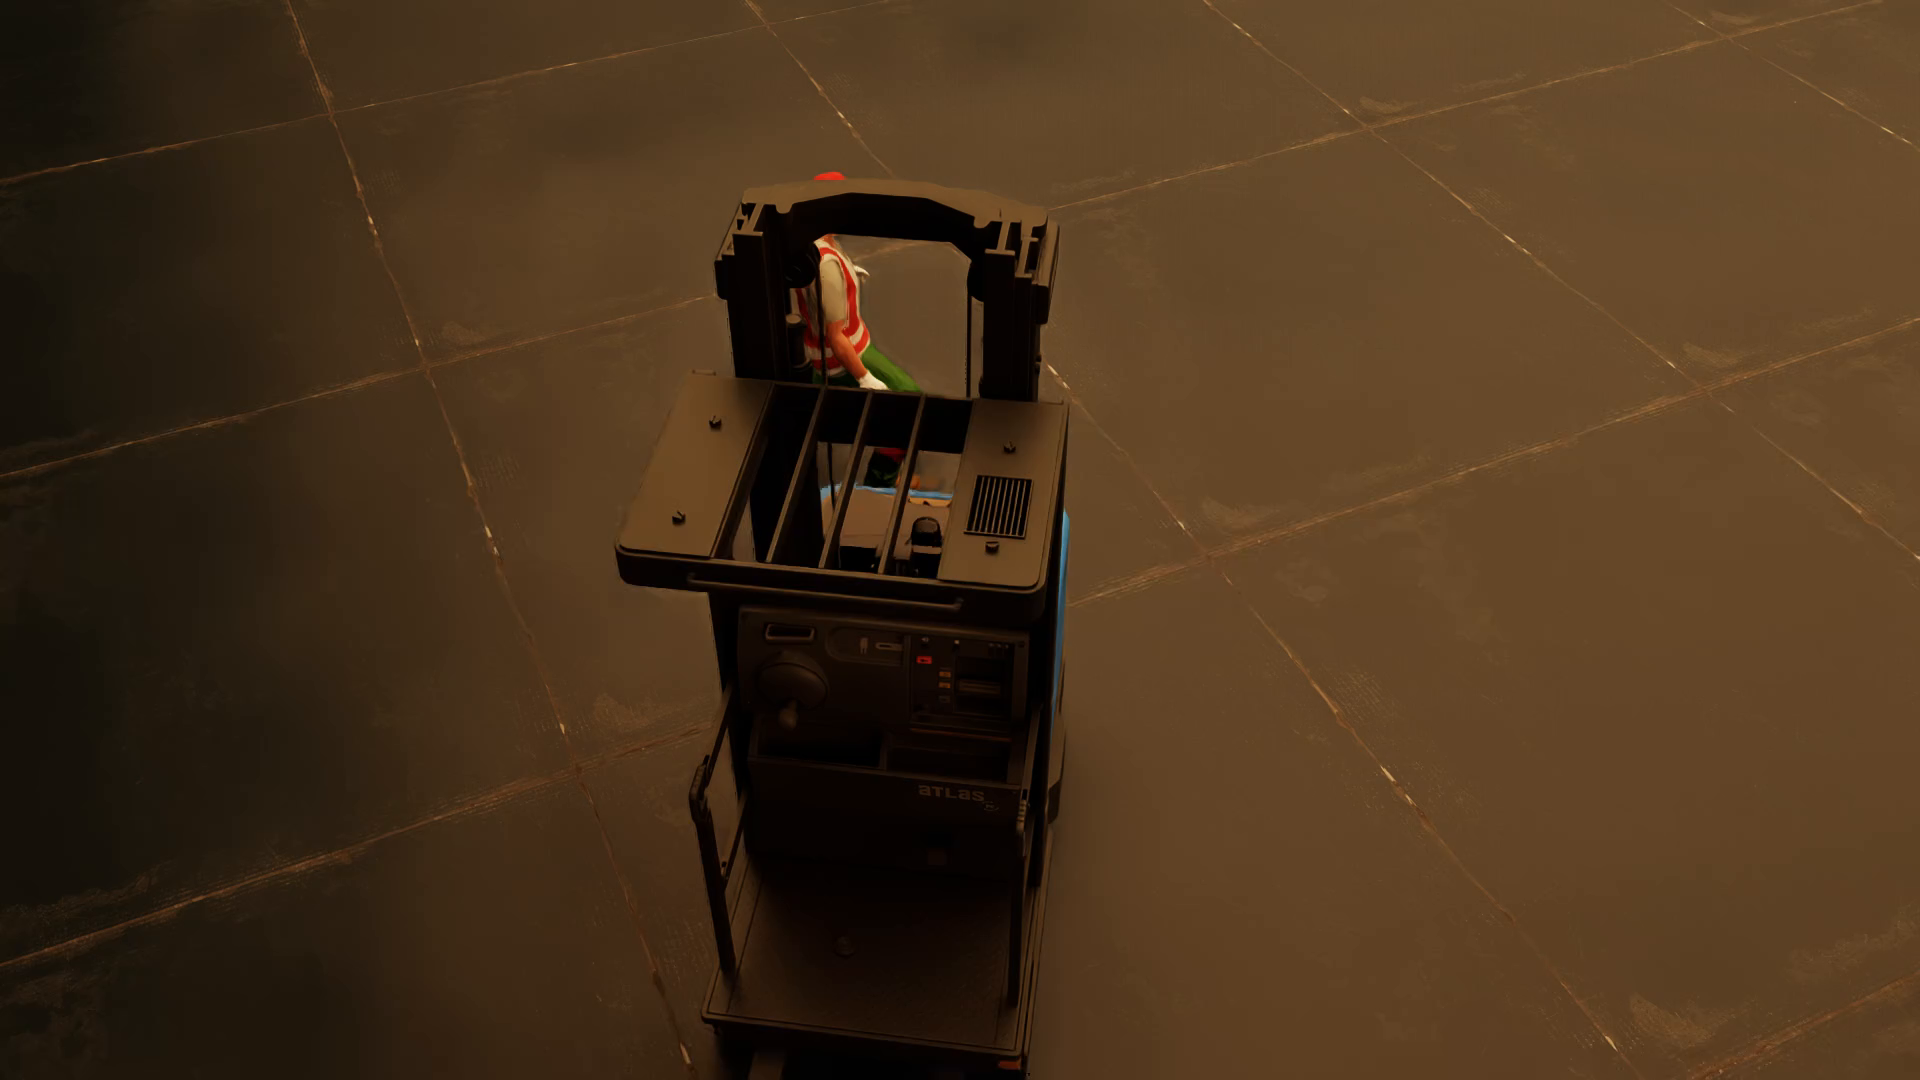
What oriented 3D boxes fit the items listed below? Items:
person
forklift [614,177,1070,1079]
[{"bbox_3d":[-0.549,-0.948,7.659,0.678,1.651,0.993,-12,44,-12],"label":"person"},{"bbox_3d":[-0.274,0.521,5.121,1.130,2.935,3.031,5,43,6],"label":"forklift"}]
